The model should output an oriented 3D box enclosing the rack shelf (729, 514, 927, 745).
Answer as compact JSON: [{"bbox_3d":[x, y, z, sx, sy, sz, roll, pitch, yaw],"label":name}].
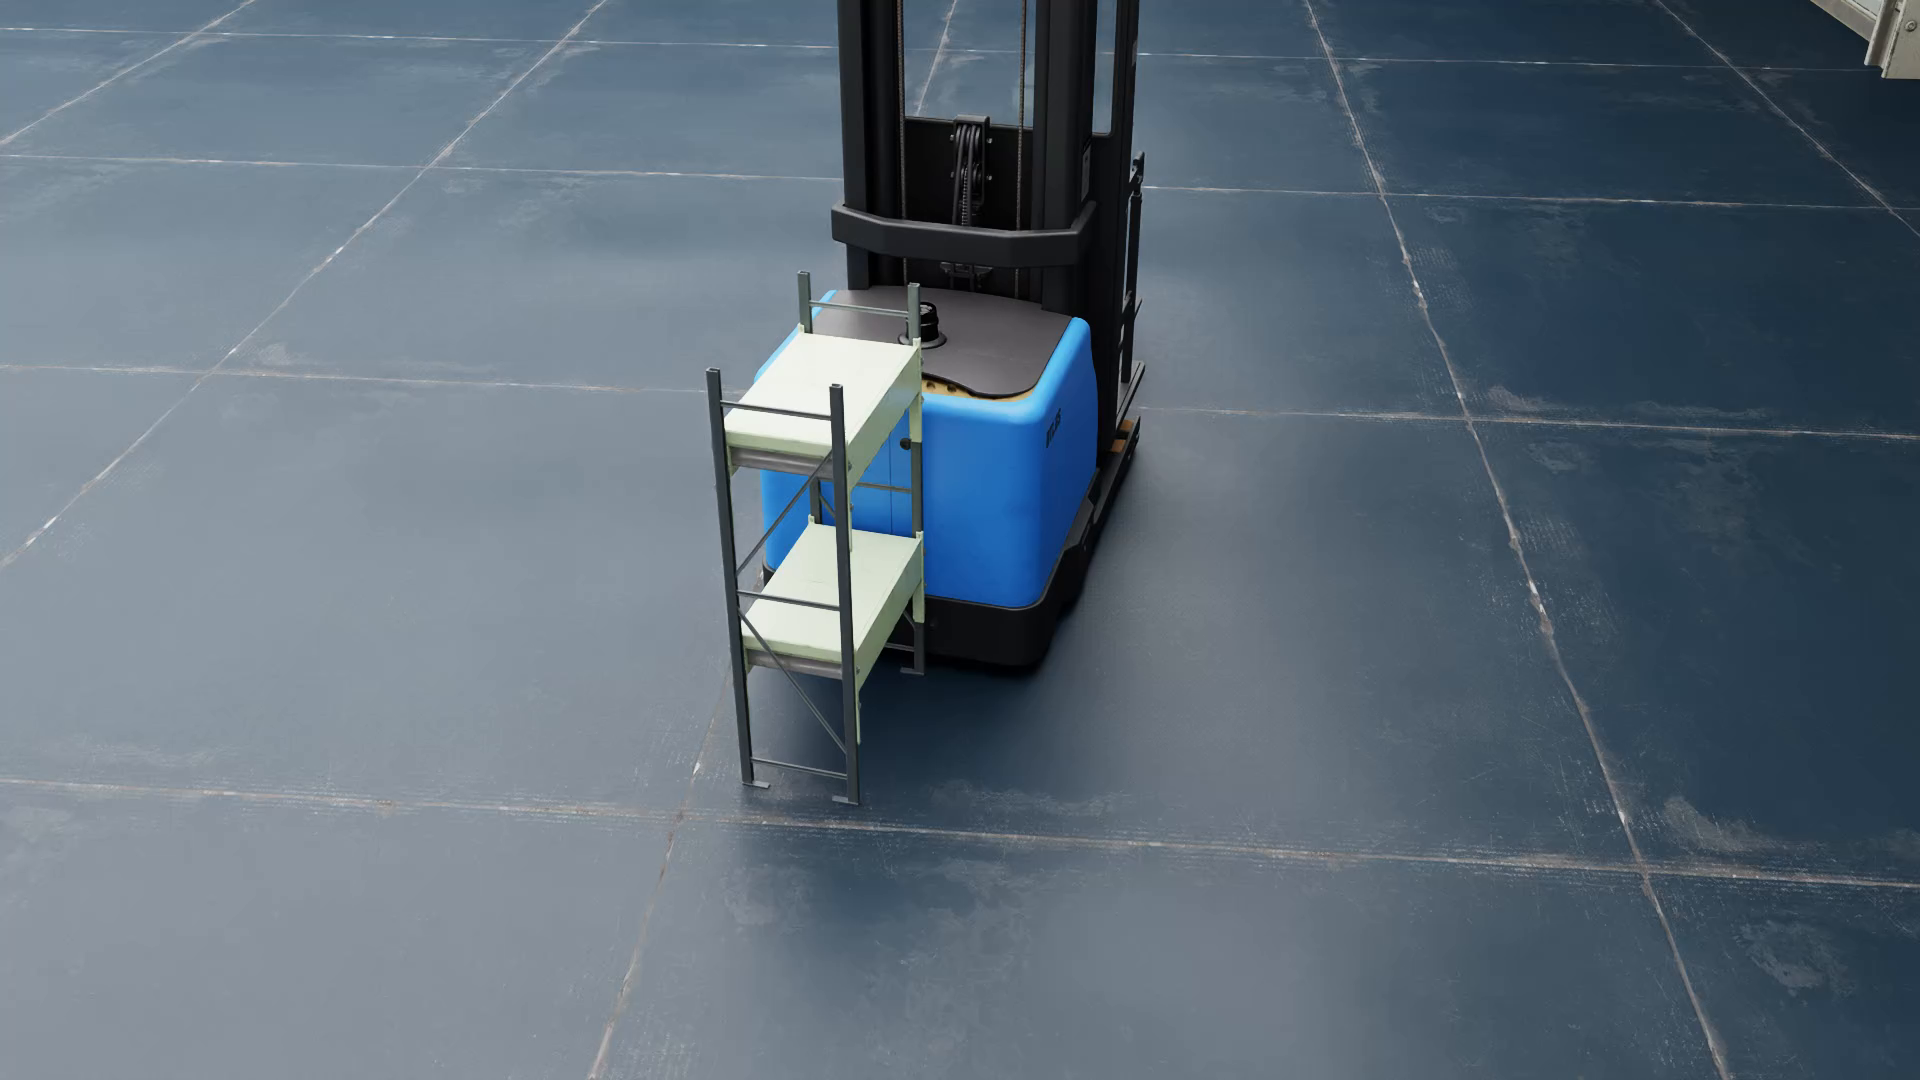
[{"bbox_3d":[-0.418,0.279,5.489,0.431,0.370,0.720,8,33,13],"label":"rack shelf"}]

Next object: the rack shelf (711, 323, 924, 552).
[{"bbox_3d":[-0.418,-0.331,5.114,0.431,0.370,0.720,8,33,13],"label":"rack shelf"}]

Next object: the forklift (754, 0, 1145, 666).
[{"bbox_3d":[0.170,-1.566,6.498,1.130,2.935,3.031,8,33,13],"label":"forklift"}]

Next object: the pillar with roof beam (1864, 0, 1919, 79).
[{"bbox_3d":[2.709,-7.526,10.385,9.100,9.000,0.400,2,32,4],"label":"pillar with roof beam"}]

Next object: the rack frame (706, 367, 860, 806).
[{"bbox_3d":[-0.518,0.186,5.018,0.400,1.500,0.023,8,33,13],"label":"rack frame"}]

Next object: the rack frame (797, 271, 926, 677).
[{"bbox_3d":[-0.319,-0.184,5.618,0.400,1.500,0.023,8,33,13],"label":"rack frame"}]

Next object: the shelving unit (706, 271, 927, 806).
[{"bbox_3d":[-0.418,0.001,5.318,0.431,1.500,0.755,8,33,13],"label":"shelving unit"}]
